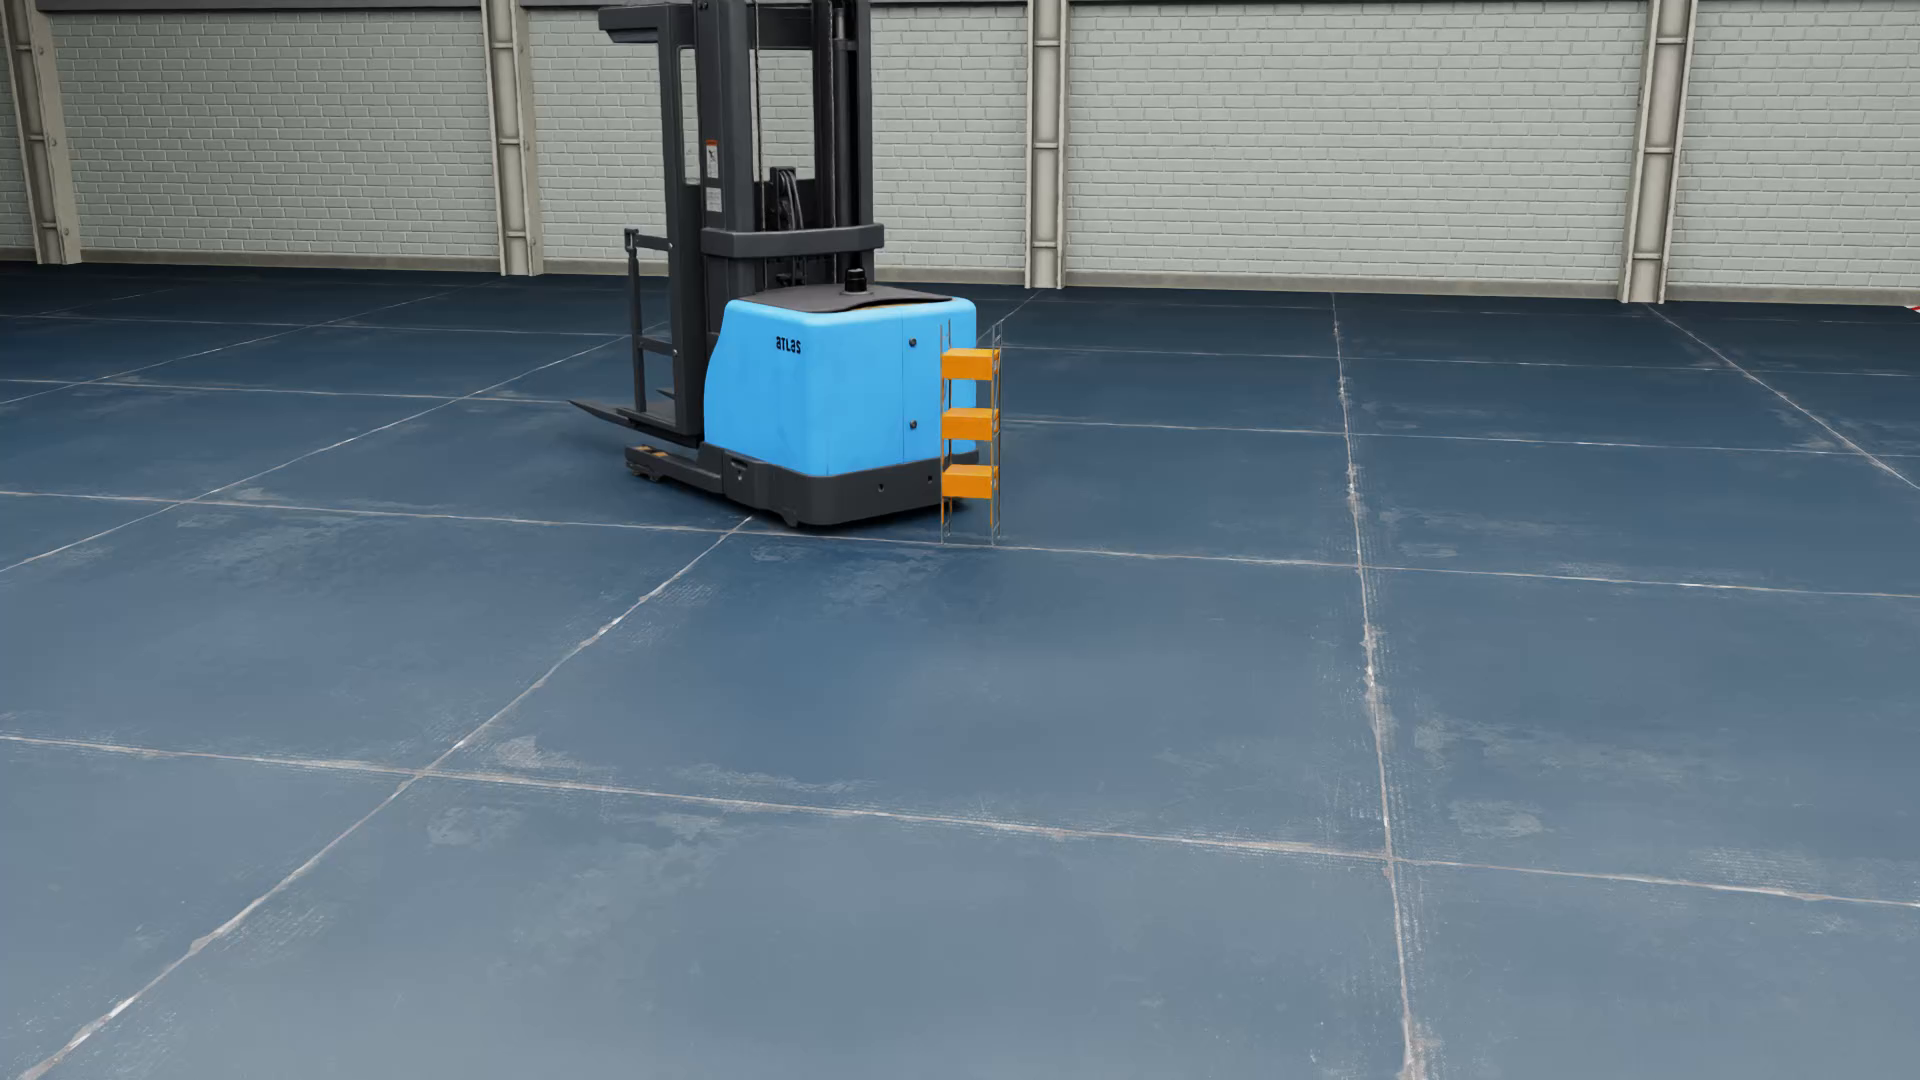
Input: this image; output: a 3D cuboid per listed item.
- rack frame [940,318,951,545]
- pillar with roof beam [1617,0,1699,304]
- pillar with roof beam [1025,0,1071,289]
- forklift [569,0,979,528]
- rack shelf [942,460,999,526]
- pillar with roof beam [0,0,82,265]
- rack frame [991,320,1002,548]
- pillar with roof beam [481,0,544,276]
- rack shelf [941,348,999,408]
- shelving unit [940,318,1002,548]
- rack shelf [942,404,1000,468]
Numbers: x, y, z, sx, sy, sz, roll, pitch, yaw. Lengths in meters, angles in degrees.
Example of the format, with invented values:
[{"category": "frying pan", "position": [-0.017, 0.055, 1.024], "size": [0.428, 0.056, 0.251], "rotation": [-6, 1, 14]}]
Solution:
[{"category": "rack frame", "position": [-0.067, -0.510, 7.865], "size": [0.008, 1.050, 0.200], "rotation": [3, 16, 11]}, {"category": "pillar with roof beam", "position": [5.932, -5.595, 11.332], "size": [0.400, 9.000, 9.100], "rotation": [3, 16, 11]}, {"category": "pillar with roof beam", "position": [0.052, -5.914, 12.484], "size": [0.400, 9.000, 9.100], "rotation": [3, 16, 11]}, {"category": "forklift", "position": [-1.215, -1.804, 9.015], "size": [1.130, 2.935, 3.031], "rotation": [-12, 20, -37]}, {"category": "rack shelf", "position": [0.052, -0.225, 7.919], "size": [0.240, 0.259, 0.215], "rotation": [3, 16, 11]}, {"category": "pillar with roof beam", "position": [-11.707, -6.552, 14.789], "size": [0.400, 9.000, 9.100], "rotation": [3, 16, 11]}, {"category": "rack frame", "position": [0.172, -0.497, 7.818], "size": [0.008, 1.050, 0.200], "rotation": [3, 16, 11]}, {"category": "pillar with roof beam", "position": [-5.827, -6.233, 13.637], "size": [0.400, 9.000, 9.100], "rotation": [3, 16, 11]}, {"category": "rack shelf", "position": [0.052, -0.766, 7.769], "size": [0.240, 0.259, 0.215], "rotation": [3, 16, 11]}, {"category": "shelving unit", "position": [0.052, -0.503, 7.842], "size": [0.252, 1.050, 0.215], "rotation": [3, 16, 11]}, {"category": "rack shelf", "position": [0.052, -0.493, 7.844], "size": [0.240, 0.259, 0.215], "rotation": [3, 16, 11]}]
